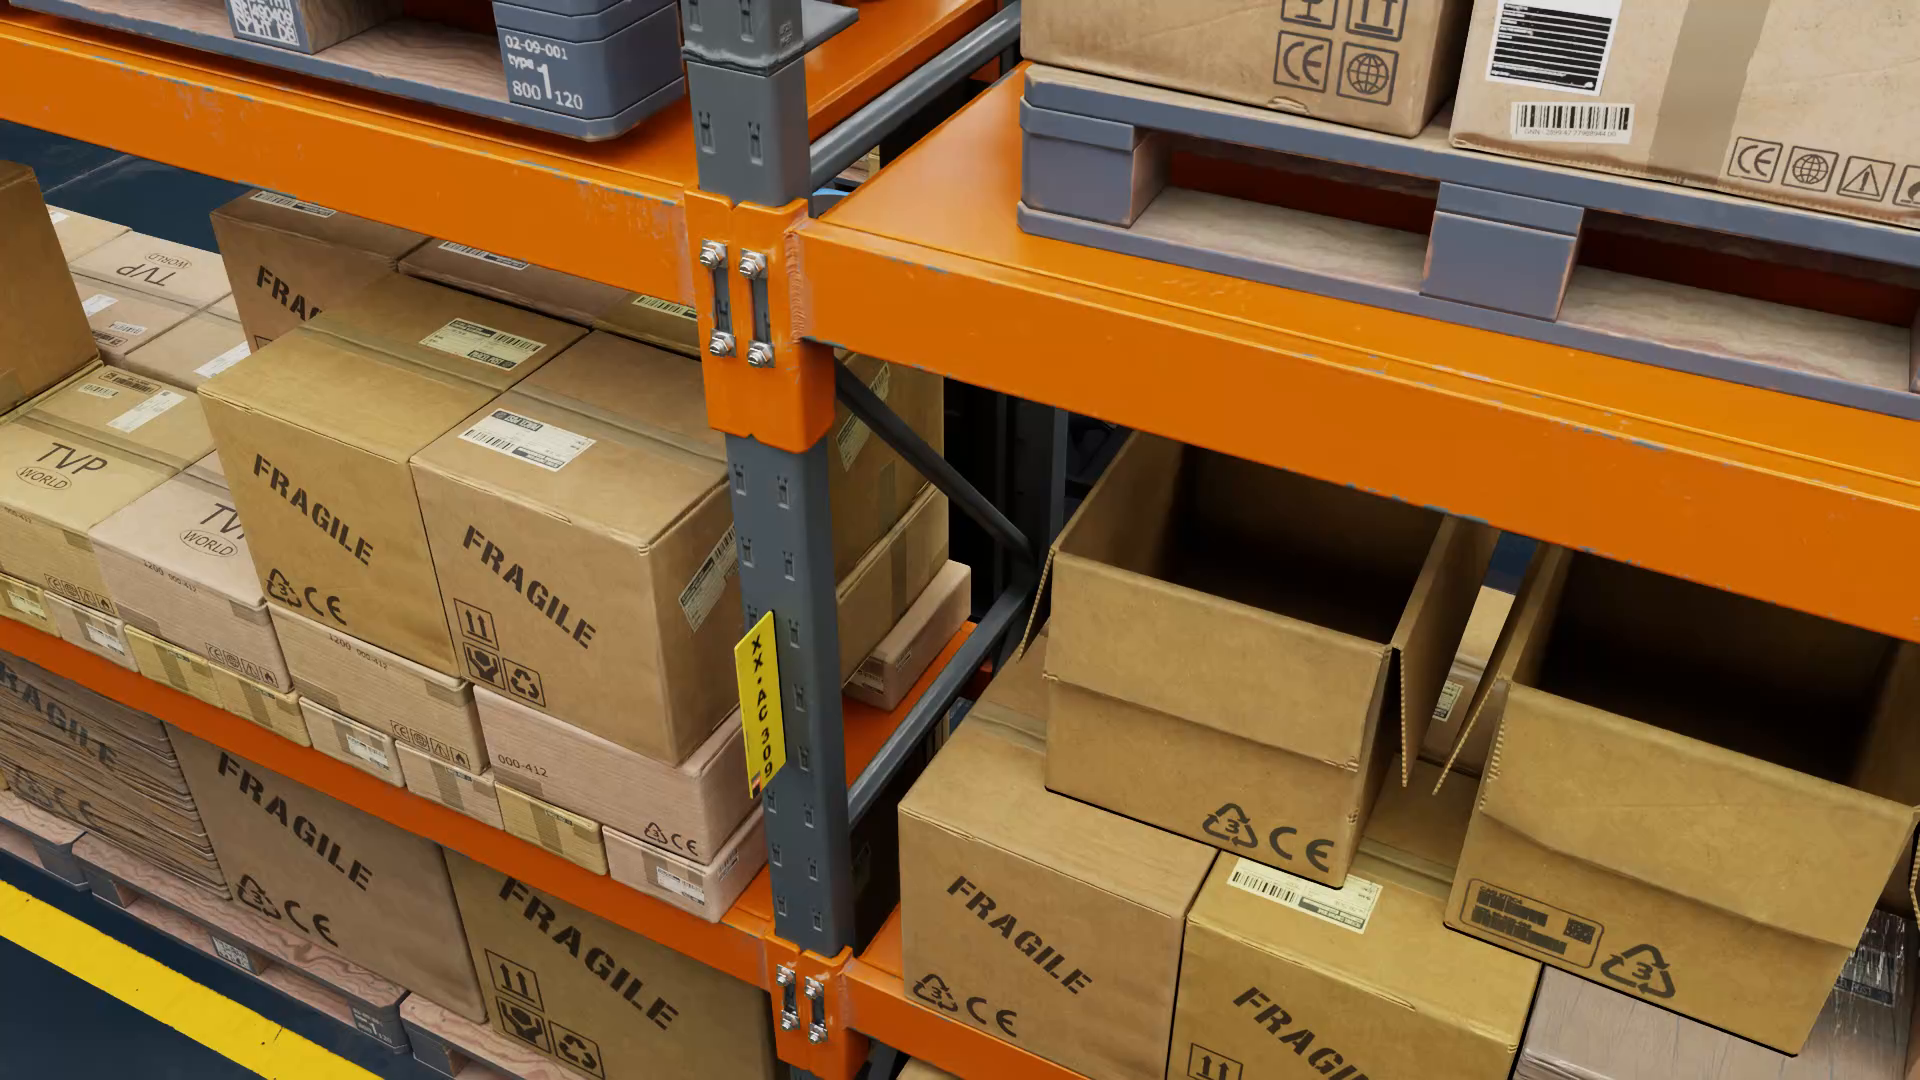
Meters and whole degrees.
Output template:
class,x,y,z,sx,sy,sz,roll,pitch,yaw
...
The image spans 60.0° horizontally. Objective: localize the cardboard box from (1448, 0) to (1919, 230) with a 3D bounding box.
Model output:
class,x,y,z,sx,sy,sz,roll,pitch,yaw
cardboard box,0.872,-0.630,1.844,0.500,0.311,0.500,16,40,20

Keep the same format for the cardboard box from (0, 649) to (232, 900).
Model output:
class,x,y,z,sx,sy,sz,roll,pitch,yaw
cardboard box,-2.200,0.298,4.786,0.875,0.875,0.875,17,41,21

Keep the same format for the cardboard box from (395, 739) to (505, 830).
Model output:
class,x,y,z,sx,sy,sz,roll,pitch,yaw
cardboard box,-0.939,0.392,3.461,0.250,0.149,0.380,17,40,21

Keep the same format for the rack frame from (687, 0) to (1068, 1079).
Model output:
class,x,y,z,sx,sy,sz,roll,pitch,yaw
rack frame,-0.061,0.344,3.317,0.127,3.000,1.000,17,41,21

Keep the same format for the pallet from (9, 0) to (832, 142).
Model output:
class,x,y,z,sx,sy,sz,roll,pitch,yaw
pallet,-0.783,-1.049,2.744,1.213,0.211,1.003,17,41,21

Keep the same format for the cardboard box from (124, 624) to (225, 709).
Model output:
class,x,y,z,sx,sy,sz,roll,pitch,yaw
cardboard box,-1.624,0.178,3.743,0.250,0.149,0.380,17,40,21

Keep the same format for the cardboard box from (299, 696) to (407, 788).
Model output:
class,x,y,z,sx,sy,sz,roll,pitch,yaw
cardboard box,-1.168,0.320,3.555,0.250,0.149,0.380,18,41,22

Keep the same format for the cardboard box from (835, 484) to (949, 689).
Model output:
class,x,y,z,sx,sy,sz,roll,pitch,yaw
cardboard box,-0.358,0.014,3.629,0.500,0.250,0.500,17,40,21

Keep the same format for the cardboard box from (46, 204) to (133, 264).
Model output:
class,x,y,z,sx,sy,sz,roll,pitch,yaw
cardboard box,-2.611,-0.694,4.561,0.500,0.250,0.500,17,40,21

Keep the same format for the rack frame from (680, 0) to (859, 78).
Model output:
class,x,y,z,sx,sy,sz,roll,pitch,yaw
rack frame,-0.061,-2.046,1.503,0.127,3.000,1.000,17,41,21

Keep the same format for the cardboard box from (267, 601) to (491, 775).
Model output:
class,x,y,z,sx,sy,sz,roll,pitch,yaw
cardboard box,-1.035,0.160,3.436,0.500,0.250,0.500,19,41,23

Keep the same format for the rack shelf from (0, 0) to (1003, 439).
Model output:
class,x,y,z,sx,sy,sz,roll,pitch,yaw
rack shelf,-1.837,-1.121,3.360,4.000,0.370,1.077,17,41,21

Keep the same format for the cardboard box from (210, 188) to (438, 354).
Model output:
class,x,y,z,sx,sy,sz,roll,pitch,yaw
cardboard box,-1.267,-0.568,3.775,0.500,0.500,0.500,16,40,20

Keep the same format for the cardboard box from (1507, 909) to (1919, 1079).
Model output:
class,x,y,z,sx,sy,sz,roll,pitch,yaw
cardboard box,1.123,0.845,2.574,0.500,0.500,0.500,16,40,20

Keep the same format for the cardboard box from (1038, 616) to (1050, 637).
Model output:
class,x,y,z,sx,sy,sz,roll,pitch,yaw
cardboard box,0.480,0.287,3.308,0.500,0.500,0.500,18,41,22

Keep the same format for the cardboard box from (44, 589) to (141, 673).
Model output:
class,x,y,z,sx,sy,sz,roll,pitch,yaw
cardboard box,-1.849,0.106,3.837,0.250,0.149,0.380,18,41,22

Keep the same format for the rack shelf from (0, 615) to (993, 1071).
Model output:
class,x,y,z,sx,sy,sz,roll,pitch,yaw
rack shelf,-1.837,0.074,4.267,4.000,0.370,1.077,17,41,21

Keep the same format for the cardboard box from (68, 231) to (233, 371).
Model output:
class,x,y,z,sx,sy,sz,roll,pitch,yaw
cardboard box,-2.159,-0.552,4.375,0.500,0.250,0.500,16,40,20

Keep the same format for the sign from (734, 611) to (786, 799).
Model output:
class,x,y,z,sx,sy,sz,roll,pitch,yaw
sign,-0.315,0.266,2.638,0.005,0.325,0.100,17,41,21

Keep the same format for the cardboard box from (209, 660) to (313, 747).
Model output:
class,x,y,z,sx,sy,sz,roll,pitch,yaw
cardboard box,-1.397,0.249,3.649,0.250,0.149,0.380,18,41,22

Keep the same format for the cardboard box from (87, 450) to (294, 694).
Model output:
class,x,y,z,sx,sy,sz,roll,pitch,yaw
cardboard box,-1.488,0.019,3.623,0.500,0.250,0.500,18,41,22

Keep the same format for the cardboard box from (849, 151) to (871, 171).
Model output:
class,x,y,z,sx,sy,sz,roll,pitch,yaw
cardboard box,-0.431,-2.024,8.445,0.250,0.149,0.380,18,41,22

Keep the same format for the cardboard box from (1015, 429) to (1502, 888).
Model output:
class,x,y,z,sx,sy,sz,roll,pitch,yaw
cardboard box,0.510,0.077,2.755,0.637,0.503,0.797,16,40,20

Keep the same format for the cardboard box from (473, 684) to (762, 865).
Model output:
class,x,y,z,sx,sy,sz,roll,pitch,yaw
cardboard box,-0.574,0.303,3.248,0.500,0.250,0.500,17,40,21

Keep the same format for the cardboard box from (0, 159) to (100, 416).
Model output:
class,x,y,z,sx,sy,sz,roll,pitch,yaw
cardboard box,-2.404,-0.568,3.775,0.500,0.500,0.500,16,40,20

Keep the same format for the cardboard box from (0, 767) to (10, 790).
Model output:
class,x,y,z,sx,sy,sz,roll,pitch,yaw
cardboard box,-3.008,0.045,5.119,0.875,0.875,0.875,17,41,21

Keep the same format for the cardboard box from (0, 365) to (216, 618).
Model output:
class,x,y,z,sx,sy,sz,roll,pitch,yaw
cardboard box,-1.936,-0.124,3.811,0.500,0.250,0.500,17,40,21

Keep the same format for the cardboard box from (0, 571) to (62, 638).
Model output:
class,x,y,z,sx,sy,sz,roll,pitch,yaw
cardboard box,-2.083,0.034,3.932,0.250,0.149,0.380,16,40,20

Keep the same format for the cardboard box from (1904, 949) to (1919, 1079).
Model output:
class,x,y,z,sx,sy,sz,roll,pitch,yaw
cardboard box,1.673,0.439,2.279,0.637,0.503,0.797,19,41,23

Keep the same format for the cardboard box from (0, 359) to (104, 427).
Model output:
class,x,y,z,sx,sy,sz,roll,pitch,yaw
cardboard box,-2.402,-0.266,3.998,0.500,0.250,0.500,16,40,20

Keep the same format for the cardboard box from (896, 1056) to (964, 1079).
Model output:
class,x,y,z,sx,sy,sz,roll,pitch,yaw
cardboard box,0.516,1.190,3.612,0.875,0.875,1.225,18,41,22

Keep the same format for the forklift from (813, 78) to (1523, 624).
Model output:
class,x,y,z,sx,sy,sz,roll,pitch,yaw
forklift,0.570,-1.005,5.149,3.031,2.935,1.130,16,40,20

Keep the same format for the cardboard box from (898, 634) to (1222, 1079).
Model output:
class,x,y,z,sx,sy,sz,roll,pitch,yaw
cardboard box,0.232,0.566,2.941,0.500,0.500,0.500,18,41,22

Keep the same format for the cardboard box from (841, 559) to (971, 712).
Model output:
class,x,y,z,sx,sy,sz,roll,pitch,yaw
cardboard box,-0.171,0.183,3.736,0.250,0.149,0.380,17,41,22

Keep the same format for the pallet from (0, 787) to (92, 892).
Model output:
class,x,y,z,sx,sy,sz,roll,pitch,yaw
pallet,-2.867,0.522,5.387,1.213,0.211,1.003,17,41,21

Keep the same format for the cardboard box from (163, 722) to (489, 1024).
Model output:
class,x,y,z,sx,sy,sz,roll,pitch,yaw
cardboard box,-1.410,0.546,4.460,0.875,0.875,0.875,17,41,21

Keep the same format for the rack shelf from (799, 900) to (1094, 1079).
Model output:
class,x,y,z,sx,sy,sz,roll,pitch,yaw
rack shelf,1.715,1.186,2.801,4.000,0.370,1.077,17,41,21

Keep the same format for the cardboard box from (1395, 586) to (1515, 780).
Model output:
class,x,y,z,sx,sy,sz,roll,pitch,yaw
cardboard box,0.916,0.428,3.122,0.500,0.500,0.500,19,41,23

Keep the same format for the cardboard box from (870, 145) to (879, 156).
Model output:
class,x,y,z,sx,sy,sz,roll,pitch,yaw
cardboard box,-0.242,-2.014,8.186,0.250,0.149,0.380,19,41,23

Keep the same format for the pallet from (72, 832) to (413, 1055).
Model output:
class,x,y,z,sx,sy,sz,roll,pitch,yaw
pallet,-1.788,0.862,4.940,1.213,0.211,1.003,17,41,21

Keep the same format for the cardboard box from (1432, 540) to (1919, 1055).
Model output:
class,x,y,z,sx,sy,sz,roll,pitch,yaw
cardboard box,1.114,0.274,2.495,0.637,0.503,0.797,18,41,22

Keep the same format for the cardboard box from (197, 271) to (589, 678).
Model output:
class,x,y,z,sx,sy,sz,roll,pitch,yaw
cardboard box,-1.035,-0.140,3.211,0.500,0.500,0.500,18,41,22

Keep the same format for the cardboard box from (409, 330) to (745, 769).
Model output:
class,x,y,z,sx,sy,sz,roll,pitch,yaw
cardboard box,-0.592,0.002,3.024,0.500,0.500,0.500,19,41,23

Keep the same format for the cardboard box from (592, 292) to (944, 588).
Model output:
class,x,y,z,sx,sy,sz,roll,pitch,yaw
cardboard box,-0.369,-0.284,3.401,0.500,0.500,0.500,17,41,21

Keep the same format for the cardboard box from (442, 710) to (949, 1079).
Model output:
class,x,y,z,sx,sy,sz,roll,pitch,yaw
cardboard box,-0.610,0.796,4.130,0.875,0.875,0.875,17,41,21

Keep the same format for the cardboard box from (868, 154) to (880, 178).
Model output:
class,x,y,z,sx,sy,sz,roll,pitch,yaw
cardboard box,-0.254,-1.894,8.274,0.250,0.149,0.380,18,41,22

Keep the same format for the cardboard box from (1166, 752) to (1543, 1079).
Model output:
class,x,y,z,sx,sy,sz,roll,pitch,yaw
cardboard box,0.679,0.705,2.757,0.500,0.500,0.500,17,41,22

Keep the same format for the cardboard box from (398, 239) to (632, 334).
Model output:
class,x,y,z,sx,sy,sz,roll,pitch,yaw
cardboard box,-0.803,-0.425,3.587,0.500,0.500,0.500,17,41,21

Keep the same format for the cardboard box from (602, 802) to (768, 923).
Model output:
class,x,y,z,sx,sy,sz,roll,pitch,yaw
cardboard box,-0.483,0.535,3.272,0.250,0.149,0.380,18,41,22

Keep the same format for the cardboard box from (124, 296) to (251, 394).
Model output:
class,x,y,z,sx,sy,sz,roll,pitch,yaw
cardboard box,-1.694,-0.410,4.187,0.500,0.250,0.500,17,41,22

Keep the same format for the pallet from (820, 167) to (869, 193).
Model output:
class,x,y,z,sx,sy,sz,roll,pitch,yaw
pallet,-0.470,-2.027,8.746,1.213,0.211,1.003,17,41,21

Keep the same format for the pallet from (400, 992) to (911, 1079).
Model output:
class,x,y,z,sx,sy,sz,roll,pitch,yaw
pallet,-0.700,1.201,4.494,1.213,0.211,1.003,17,41,21

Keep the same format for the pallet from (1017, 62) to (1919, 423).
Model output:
class,x,y,z,sx,sy,sz,roll,pitch,yaw
pallet,0.776,-0.547,2.167,1.217,0.209,0.805,16,40,20

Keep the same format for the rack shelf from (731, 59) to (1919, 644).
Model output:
class,x,y,z,sx,sy,sz,roll,pitch,yaw
rack shelf,1.715,-0.009,1.895,4.000,0.370,1.077,17,41,21

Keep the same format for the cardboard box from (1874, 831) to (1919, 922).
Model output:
class,x,y,z,sx,sy,sz,roll,pitch,yaw
cardboard box,1.383,0.570,2.936,0.500,0.500,0.500,17,40,21

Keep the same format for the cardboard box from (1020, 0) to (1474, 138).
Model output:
class,x,y,z,sx,sy,sz,roll,pitch,yaw
cardboard box,0.458,-0.902,2.047,0.500,0.500,0.700,18,41,23

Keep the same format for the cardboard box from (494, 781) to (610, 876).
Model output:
class,x,y,z,sx,sy,sz,roll,pitch,yaw
cardboard box,-0.712,0.463,3.367,0.250,0.149,0.380,18,41,22
